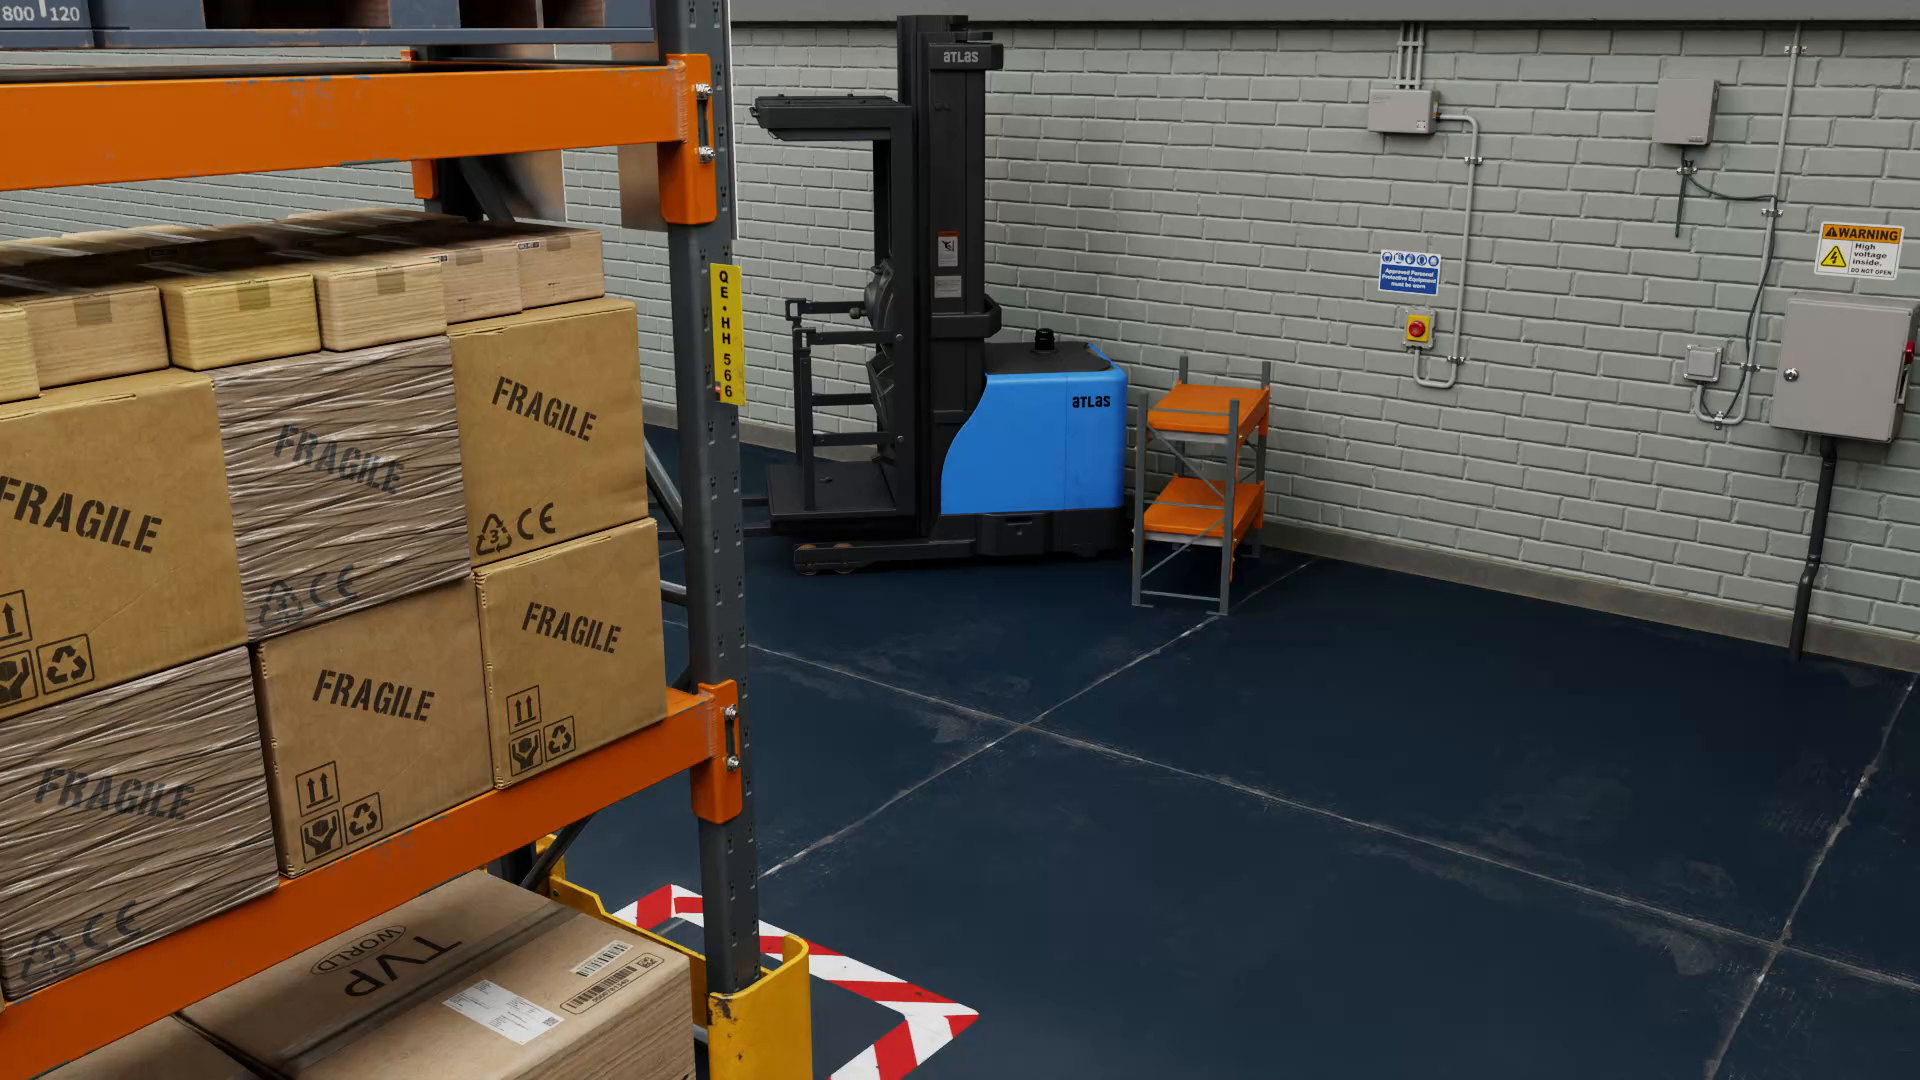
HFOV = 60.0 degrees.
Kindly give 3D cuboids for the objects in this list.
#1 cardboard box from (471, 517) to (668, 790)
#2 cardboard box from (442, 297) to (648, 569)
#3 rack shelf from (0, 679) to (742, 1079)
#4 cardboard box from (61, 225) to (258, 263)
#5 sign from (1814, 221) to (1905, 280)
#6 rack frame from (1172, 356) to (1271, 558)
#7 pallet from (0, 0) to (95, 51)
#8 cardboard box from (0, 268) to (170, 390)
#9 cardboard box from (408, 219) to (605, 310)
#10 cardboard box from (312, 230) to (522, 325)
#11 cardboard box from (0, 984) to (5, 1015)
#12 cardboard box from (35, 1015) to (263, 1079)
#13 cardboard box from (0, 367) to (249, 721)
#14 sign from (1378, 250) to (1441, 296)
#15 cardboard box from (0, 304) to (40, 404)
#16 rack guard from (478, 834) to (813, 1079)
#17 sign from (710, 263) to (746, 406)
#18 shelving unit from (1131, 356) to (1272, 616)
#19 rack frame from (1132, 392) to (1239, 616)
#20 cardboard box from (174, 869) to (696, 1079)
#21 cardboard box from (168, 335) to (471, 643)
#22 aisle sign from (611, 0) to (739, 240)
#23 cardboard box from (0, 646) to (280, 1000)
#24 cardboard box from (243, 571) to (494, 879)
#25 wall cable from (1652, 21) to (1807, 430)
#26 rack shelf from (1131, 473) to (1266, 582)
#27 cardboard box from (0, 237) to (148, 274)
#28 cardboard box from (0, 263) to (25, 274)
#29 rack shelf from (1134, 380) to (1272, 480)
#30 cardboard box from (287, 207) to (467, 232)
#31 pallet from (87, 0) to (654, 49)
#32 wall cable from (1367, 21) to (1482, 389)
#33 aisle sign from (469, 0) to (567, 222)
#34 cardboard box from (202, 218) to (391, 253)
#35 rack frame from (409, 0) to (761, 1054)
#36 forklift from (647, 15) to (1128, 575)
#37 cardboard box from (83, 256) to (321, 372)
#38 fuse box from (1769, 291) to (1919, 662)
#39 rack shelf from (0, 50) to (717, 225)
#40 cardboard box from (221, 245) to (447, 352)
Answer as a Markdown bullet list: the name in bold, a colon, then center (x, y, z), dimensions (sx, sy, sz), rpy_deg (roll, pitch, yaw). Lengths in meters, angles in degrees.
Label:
- **cardboard box**: center (-1.045, 0.204, 3.862), dimensions (0.500, 0.500, 0.500), rpy_deg (13, 21, 35)
- **cardboard box**: center (-1.066, -0.279, 3.729), dimensions (0.500, 0.500, 0.500), rpy_deg (13, 22, 36)
- **rack shelf**: center (-2.162, 0.910, 2.970), dimensions (1.077, 0.370, 4.000), rpy_deg (12, 21, 35)
- **cardboard box**: center (-1.750, -0.593, 3.647), dimensions (0.380, 0.149, 0.250), rpy_deg (13, 22, 36)
- **sign**: center (4.050, -1.305, 7.496), dimensions (0.339, 0.242, 0.001), rpy_deg (12, 21, 35)
- **rack frame**: center (1.461, -0.461, 9.332), dimensions (0.500, 1.125, 0.032), rpy_deg (6, 18, 18)
- **pallet**: center (-2.130, -0.830, 2.451), dimensions (1.003, 0.211, 1.213), rpy_deg (12, 21, 35)
- **cardboard box**: center (-1.637, -0.381, 2.964), dimensions (0.380, 0.149, 0.250), rpy_deg (12, 21, 34)
- **cardboard box**: center (-1.023, -0.624, 3.749), dimensions (0.380, 0.149, 0.250), rpy_deg (13, 21, 35)
- **cardboard box**: center (-1.155, -0.560, 3.540), dimensions (0.380, 0.149, 0.250), rpy_deg (13, 21, 36)
- **cardboard box**: center (-1.952, 0.570, 2.682), dimensions (0.500, 0.500, 0.500), rpy_deg (13, 22, 36)
- **cardboard box**: center (-1.821, 1.507, 3.445), dimensions (0.875, 0.438, 0.875), rpy_deg (13, 22, 36)
- **cardboard box**: center (-1.651, -0.032, 2.934), dimensions (0.500, 0.500, 0.500), rpy_deg (12, 21, 34)
- **sign**: center (2.369, -1.410, 8.770), dimensions (0.327, 0.218, 0.001), rpy_deg (12, 21, 35)
- **cardboard box**: center (-1.739, -0.311, 2.739), dimensions (0.380, 0.149, 0.250), rpy_deg (13, 22, 36)
- **rack guard**: center (-0.956, 1.278, 4.786), dimensions (1.175, 0.500, 0.348), rpy_deg (12, 21, 35)
- **sign**: center (-0.542, -0.477, 3.871), dimensions (0.100, 0.325, 0.005), rpy_deg (12, 21, 35)
- **shelving unit**: center (1.297, -0.318, 8.872), dimensions (0.538, 1.125, 1.048), rpy_deg (6, 18, 18)
- **rack frame**: center (1.134, -0.175, 8.412), dimensions (0.500, 1.125, 0.032), rpy_deg (6, 18, 18)
- **cardboard box**: center (-1.283, 1.288, 4.152), dimensions (0.875, 0.438, 0.875), rpy_deg (12, 21, 33)
- **cardboard box**: center (-1.354, -0.149, 3.311), dimensions (0.500, 0.500, 0.500), rpy_deg (13, 21, 35)
- **aisle sign**: center (-0.678, -1.114, 3.890), dimensions (0.394, 0.787, 0.004), rpy_deg (12, 21, 35)
- **cardboard box**: center (-1.654, 0.445, 3.085), dimensions (0.500, 0.500, 0.500), rpy_deg (13, 22, 36)
- **cardboard box**: center (-1.356, 0.320, 3.485), dimensions (0.500, 0.500, 0.500), rpy_deg (12, 21, 34)
- **wall cable**: center (3.517, -1.495, 7.786), dimensions (0.588, 1.984, 0.122), rpy_deg (12, 21, 35)
- **rack shelf**: center (1.297, -0.085, 8.944), dimensions (0.538, 0.278, 1.000), rpy_deg (6, 18, 18)
- **cardboard box**: center (-1.892, -0.527, 3.435), dimensions (0.380, 0.149, 0.250), rpy_deg (12, 21, 33)
- **cardboard box**: center (-2.006, -0.455, 3.204), dimensions (0.380, 0.149, 0.250), rpy_deg (13, 21, 35)
- **rack shelf**: center (1.297, -0.598, 8.785), dimensions (0.538, 0.278, 1.000), rpy_deg (6, 18, 18)
- **cardboard box**: center (-1.404, -0.710, 4.023), dimensions (0.380, 0.149, 0.250), rpy_deg (13, 21, 36)
- **pallet**: center (-1.404, -1.122, 3.390), dimensions (1.003, 0.211, 1.213), rpy_deg (12, 21, 35)
- **wall cable**: center (2.371, -1.758, 8.580), dimensions (0.585, 1.953, 0.123), rpy_deg (12, 21, 35)
- **aisle sign**: center (-1.160, -1.220, 4.232), dimensions (0.394, 0.787, 0.004), rpy_deg (12, 21, 35)
- **cardboard box**: center (-1.503, -0.635, 3.782), dimensions (0.380, 0.149, 0.250), rpy_deg (13, 22, 36)
- **rack frame**: center (-0.970, 0.090, 4.397), dimensions (1.000, 3.000, 0.127), rpy_deg (12, 21, 35)
- **forklift**: center (-0.624, -1.374, 9.225), dimensions (3.031, 2.935, 1.130), rpy_deg (-2, 17, -8)
- **cardboard box**: center (-1.424, -0.431, 3.125), dimensions (0.380, 0.149, 0.250), rpy_deg (13, 21, 36)
- **fuse box**: center (3.971, -0.236, 7.619), dimensions (0.539, 1.711, 0.414), rpy_deg (12, 21, 35)
- **rack shelf**: center (-2.162, -0.523, 2.525), dimensions (1.077, 0.370, 4.000), rpy_deg (12, 21, 35)
- **cardboard box**: center (-1.241, -0.483, 3.294), dimensions (0.380, 0.149, 0.250), rpy_deg (12, 21, 34)
